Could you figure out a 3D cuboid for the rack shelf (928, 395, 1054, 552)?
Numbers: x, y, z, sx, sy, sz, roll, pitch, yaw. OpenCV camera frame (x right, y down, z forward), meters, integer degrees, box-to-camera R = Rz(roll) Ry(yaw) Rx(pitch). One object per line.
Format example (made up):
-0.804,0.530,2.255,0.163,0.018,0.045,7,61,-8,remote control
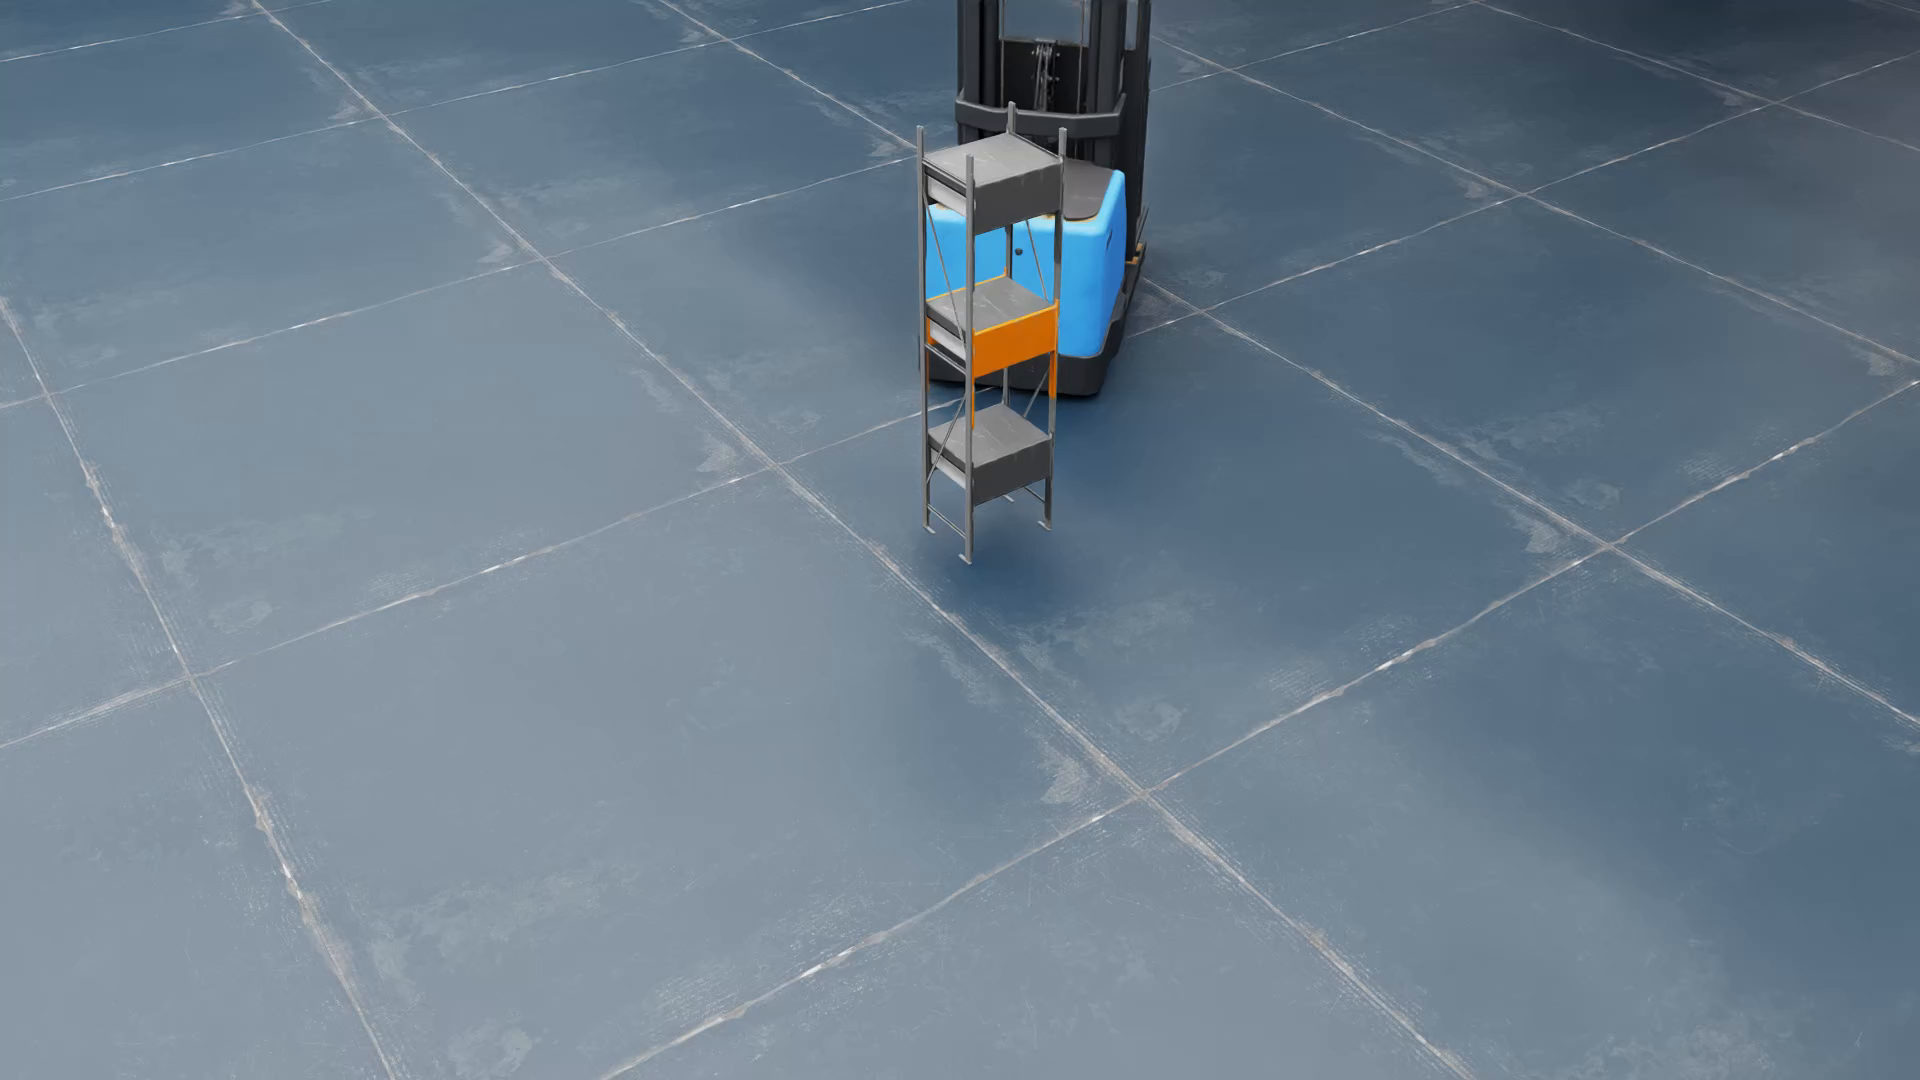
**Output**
0.135,-0.329,8.131,0.480,0.518,0.431,-22,41,-28,rack shelf

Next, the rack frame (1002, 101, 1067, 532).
0.335,-0.990,7.828,0.015,2.100,0.400,-22,41,-28,rack frame

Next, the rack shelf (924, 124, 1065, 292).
0.135,-1.465,7.314,0.480,0.518,0.431,-22,41,-28,rack shelf

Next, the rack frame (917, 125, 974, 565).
-0.064,-0.826,7.600,0.015,2.100,0.400,-22,41,-28,rack frame

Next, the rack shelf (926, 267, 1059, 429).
0.135,-0.897,7.722,0.480,0.518,0.431,-22,41,-28,rack shelf

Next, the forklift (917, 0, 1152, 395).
0.578,-2.852,9.706,1.130,2.935,3.031,7,36,10,forklift

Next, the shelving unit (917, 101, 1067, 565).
0.135,-0.908,7.714,0.503,2.100,0.431,-22,41,-28,shelving unit
